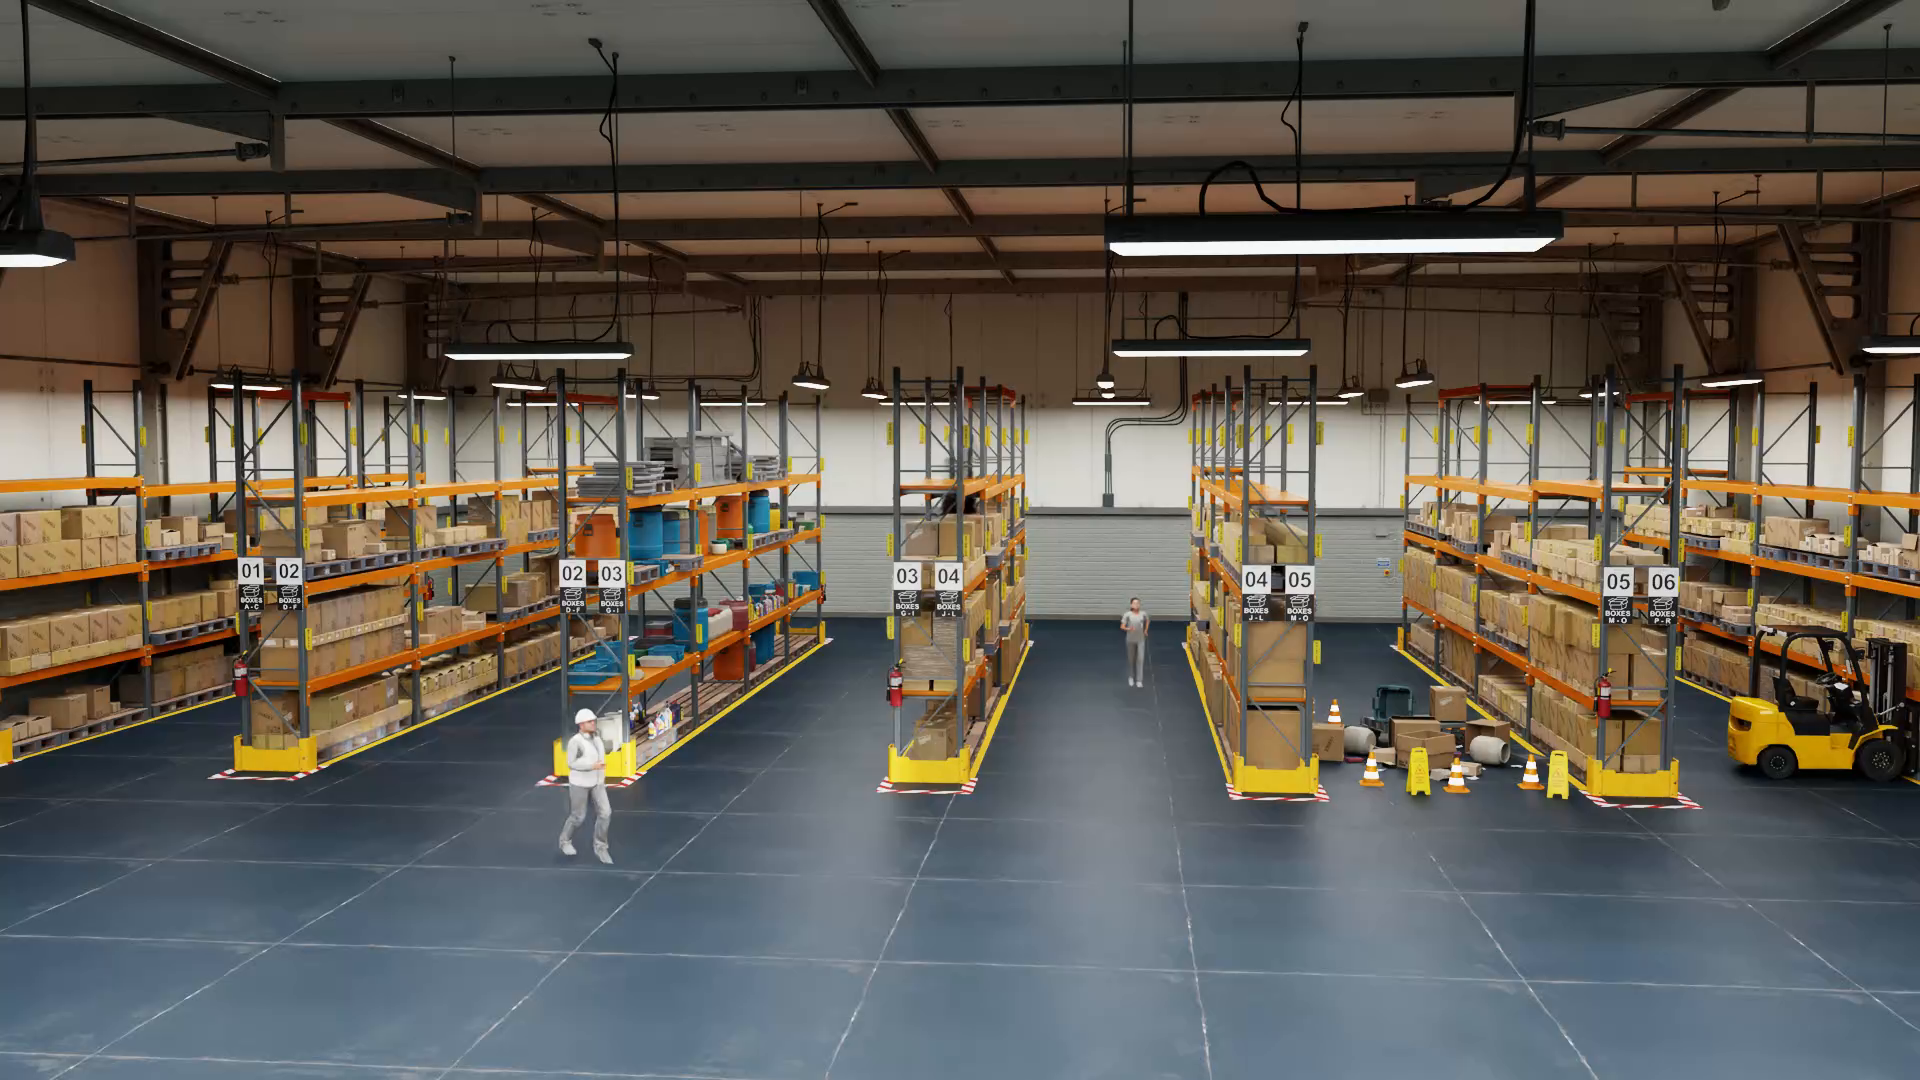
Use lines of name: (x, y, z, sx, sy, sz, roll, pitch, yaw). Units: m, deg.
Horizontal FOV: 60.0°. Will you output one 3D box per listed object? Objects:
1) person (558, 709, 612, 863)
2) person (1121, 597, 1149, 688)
person: (-4.412, 2.907, 19.616, 0.784, 1.851, 0.666, 2, 4, 33)
person: (3.295, 1.924, 31.153, 0.571, 1.695, 0.908, 0, 4, -4)
